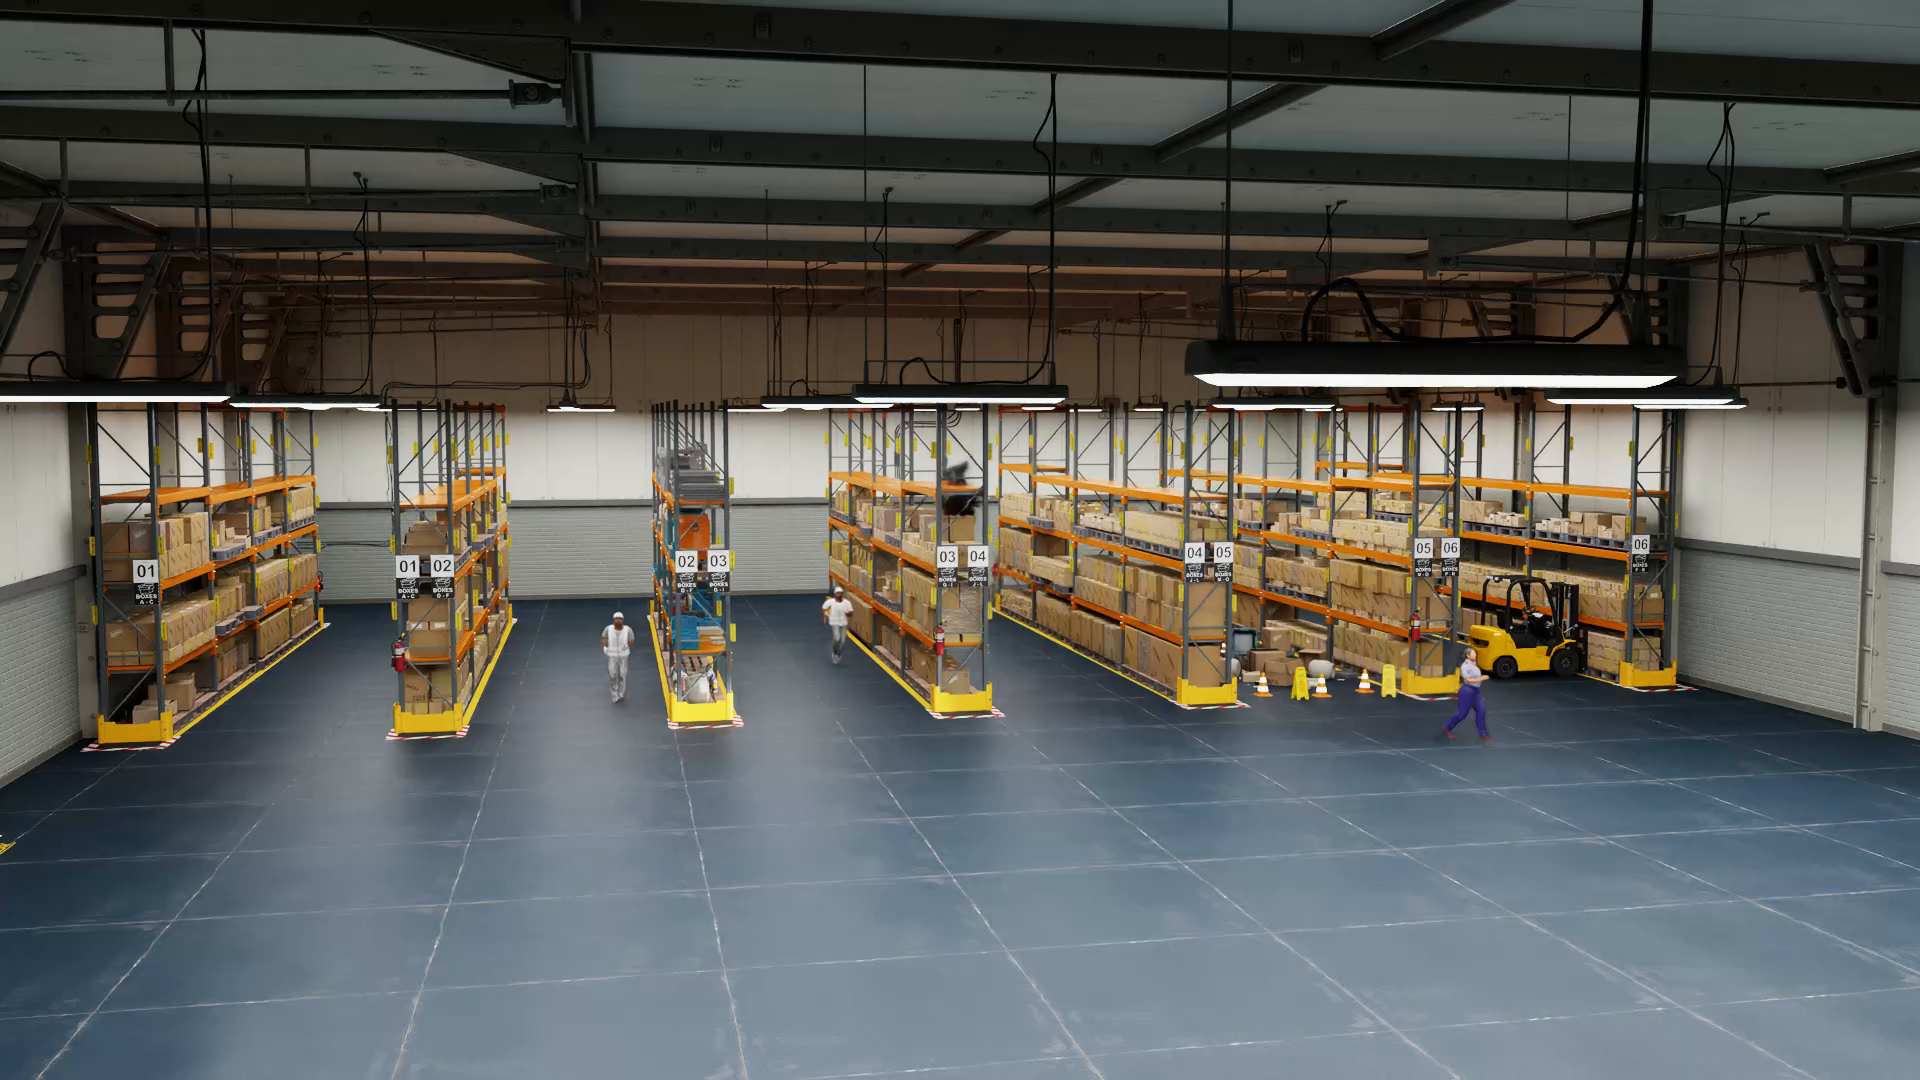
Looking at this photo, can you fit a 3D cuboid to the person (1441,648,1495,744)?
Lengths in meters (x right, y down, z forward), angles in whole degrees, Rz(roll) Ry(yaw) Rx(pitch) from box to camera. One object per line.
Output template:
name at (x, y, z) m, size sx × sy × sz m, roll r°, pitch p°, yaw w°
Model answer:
person at (8.871, 2.701, 28.985) m, size 0.904 × 1.665 × 0.595 m, roll 3°, pitch 5°, yaw 34°

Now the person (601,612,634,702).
person at (-6.826, 2.356, 33.196) m, size 0.660 × 1.823 × 0.622 m, roll -1°, pitch 4°, yaw -12°

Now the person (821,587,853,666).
person at (-2.781, 1.974, 38.123) m, size 0.671 × 1.801 × 0.728 m, roll -2°, pitch 5°, yaw -20°

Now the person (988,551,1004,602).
person at (1.095, 1.161, 50.003) m, size 0.789 × 1.707 × 0.688 m, roll 0°, pitch 4°, yaw 2°

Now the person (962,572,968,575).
person at (0.122, 1.214, 48.752) m, size 0.577 × 1.663 × 0.802 m, roll 4°, pitch 6°, yaw 39°
